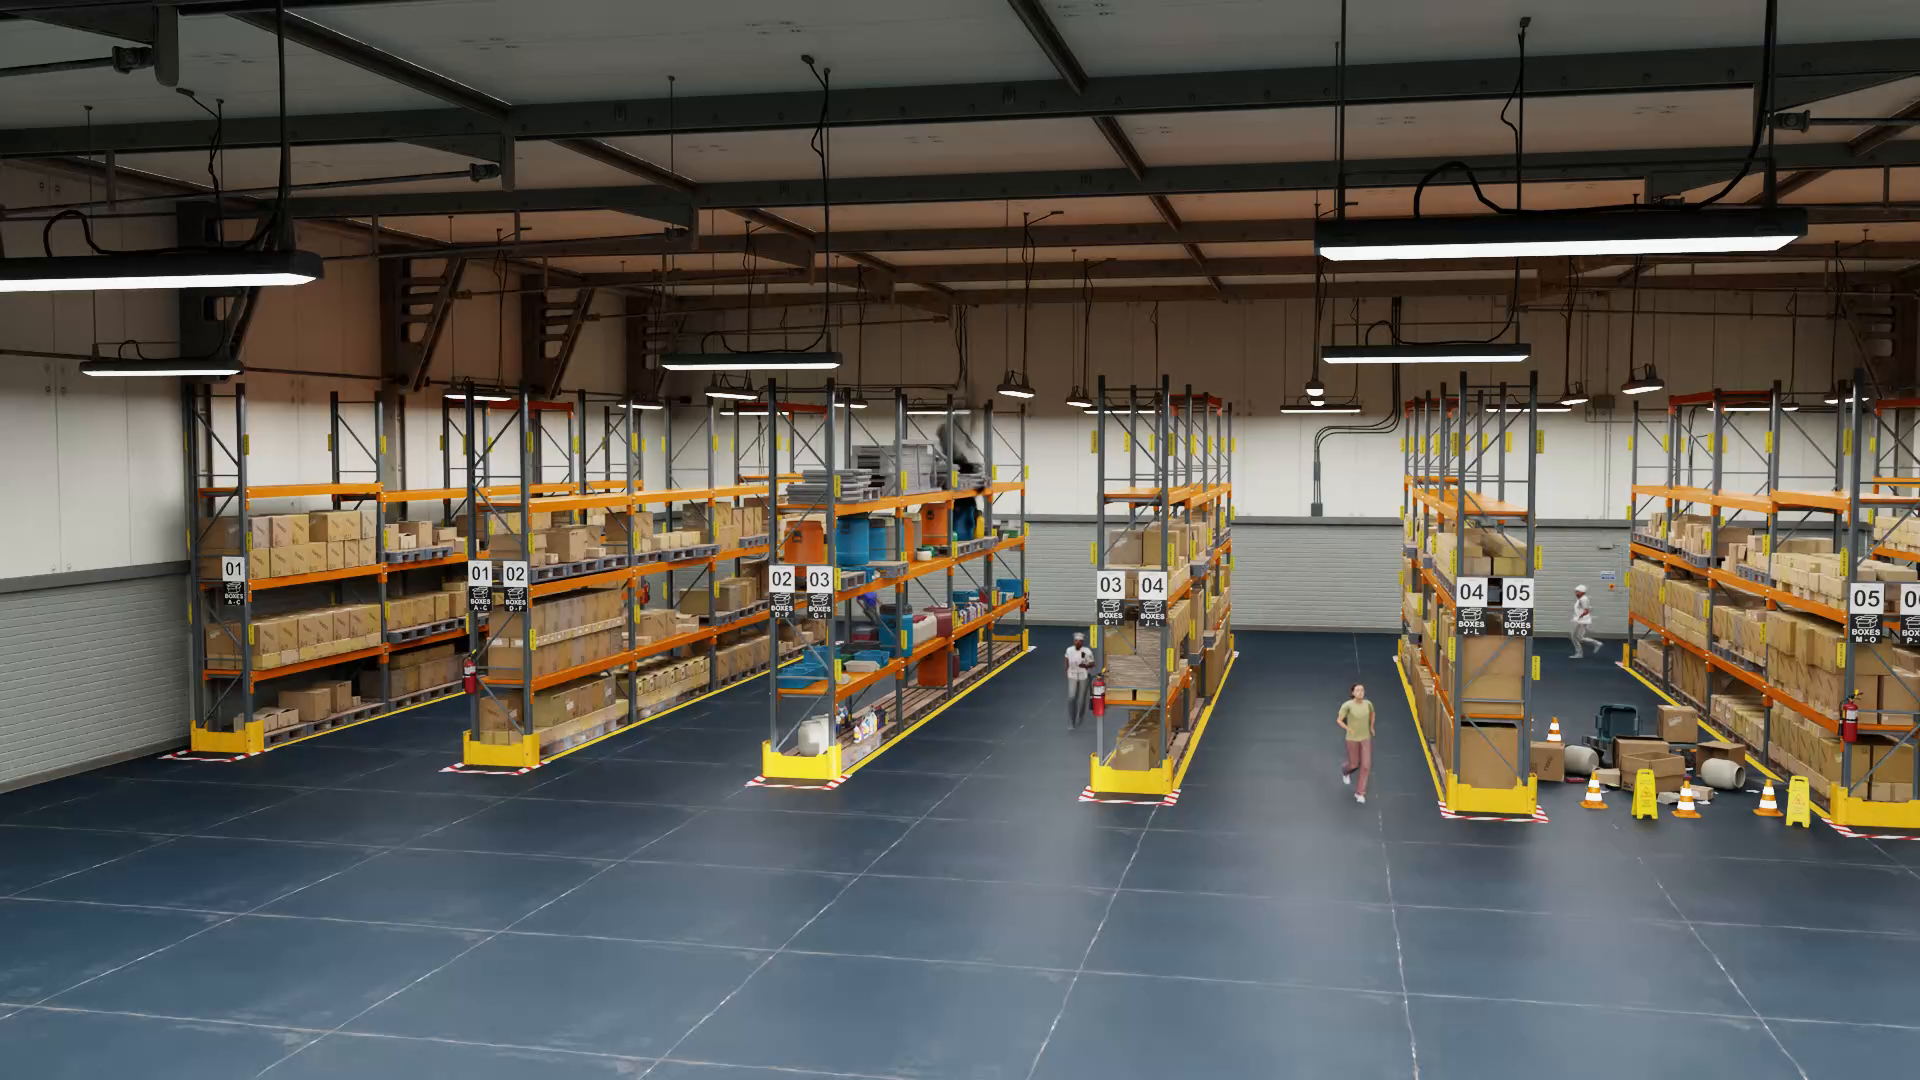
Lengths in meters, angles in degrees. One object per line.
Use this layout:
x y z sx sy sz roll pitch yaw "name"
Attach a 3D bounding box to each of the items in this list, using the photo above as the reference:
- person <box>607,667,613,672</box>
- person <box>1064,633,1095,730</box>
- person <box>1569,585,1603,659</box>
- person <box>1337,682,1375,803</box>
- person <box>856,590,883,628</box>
-7.095 2.192 33.597 0.608 1.833 0.855 1 3 12 "person"
2.115 2.488 29.462 0.554 1.742 0.780 0 3 6 "person"
14.625 1.920 38.845 0.735 1.733 0.664 1 3 17 "person"
5.641 2.844 23.624 0.589 1.670 0.820 0 3 -6 "person"
-2.226 1.799 42.064 0.575 1.595 0.627 3 4 38 "person"
